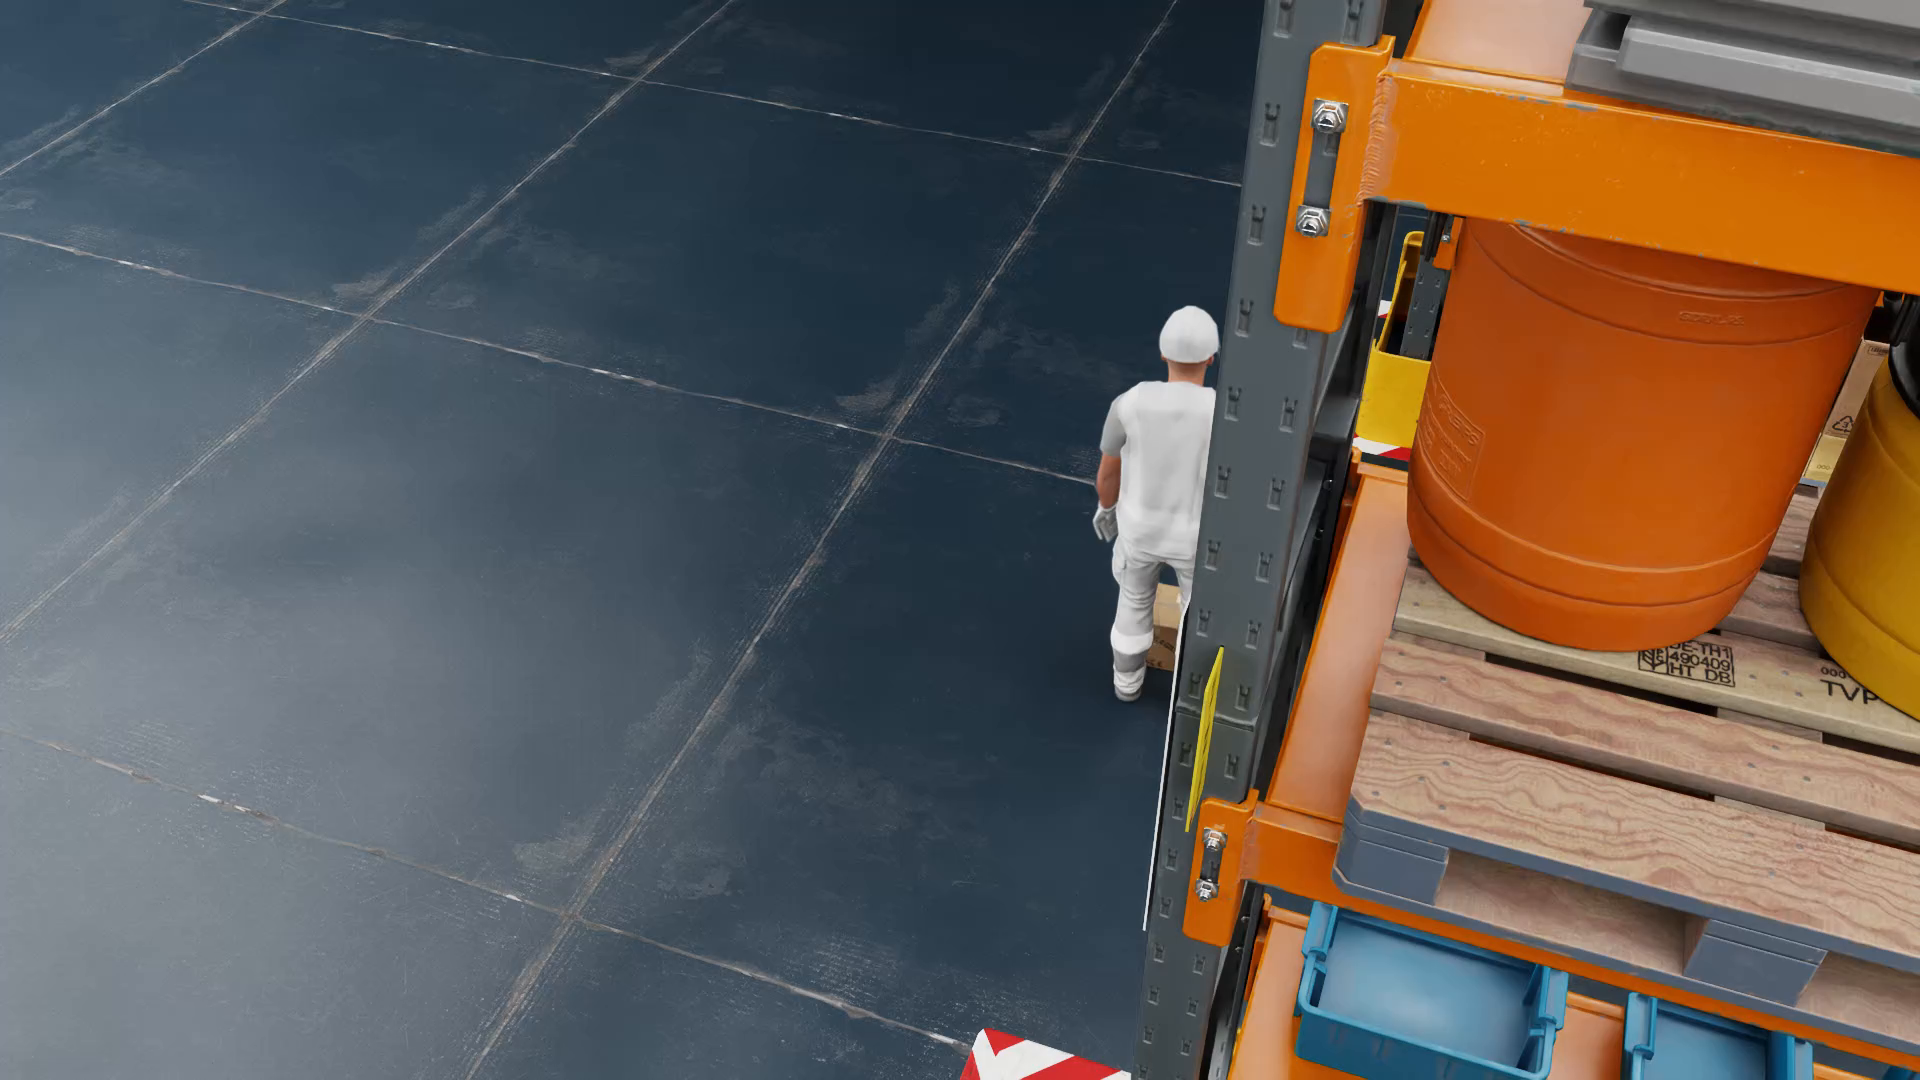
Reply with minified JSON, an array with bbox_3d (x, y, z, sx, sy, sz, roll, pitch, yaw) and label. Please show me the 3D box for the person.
[{"bbox_3d":[0.799,-0.068,6.226,0.604,1.777,0.453,12,42,13],"label":"person"}]
